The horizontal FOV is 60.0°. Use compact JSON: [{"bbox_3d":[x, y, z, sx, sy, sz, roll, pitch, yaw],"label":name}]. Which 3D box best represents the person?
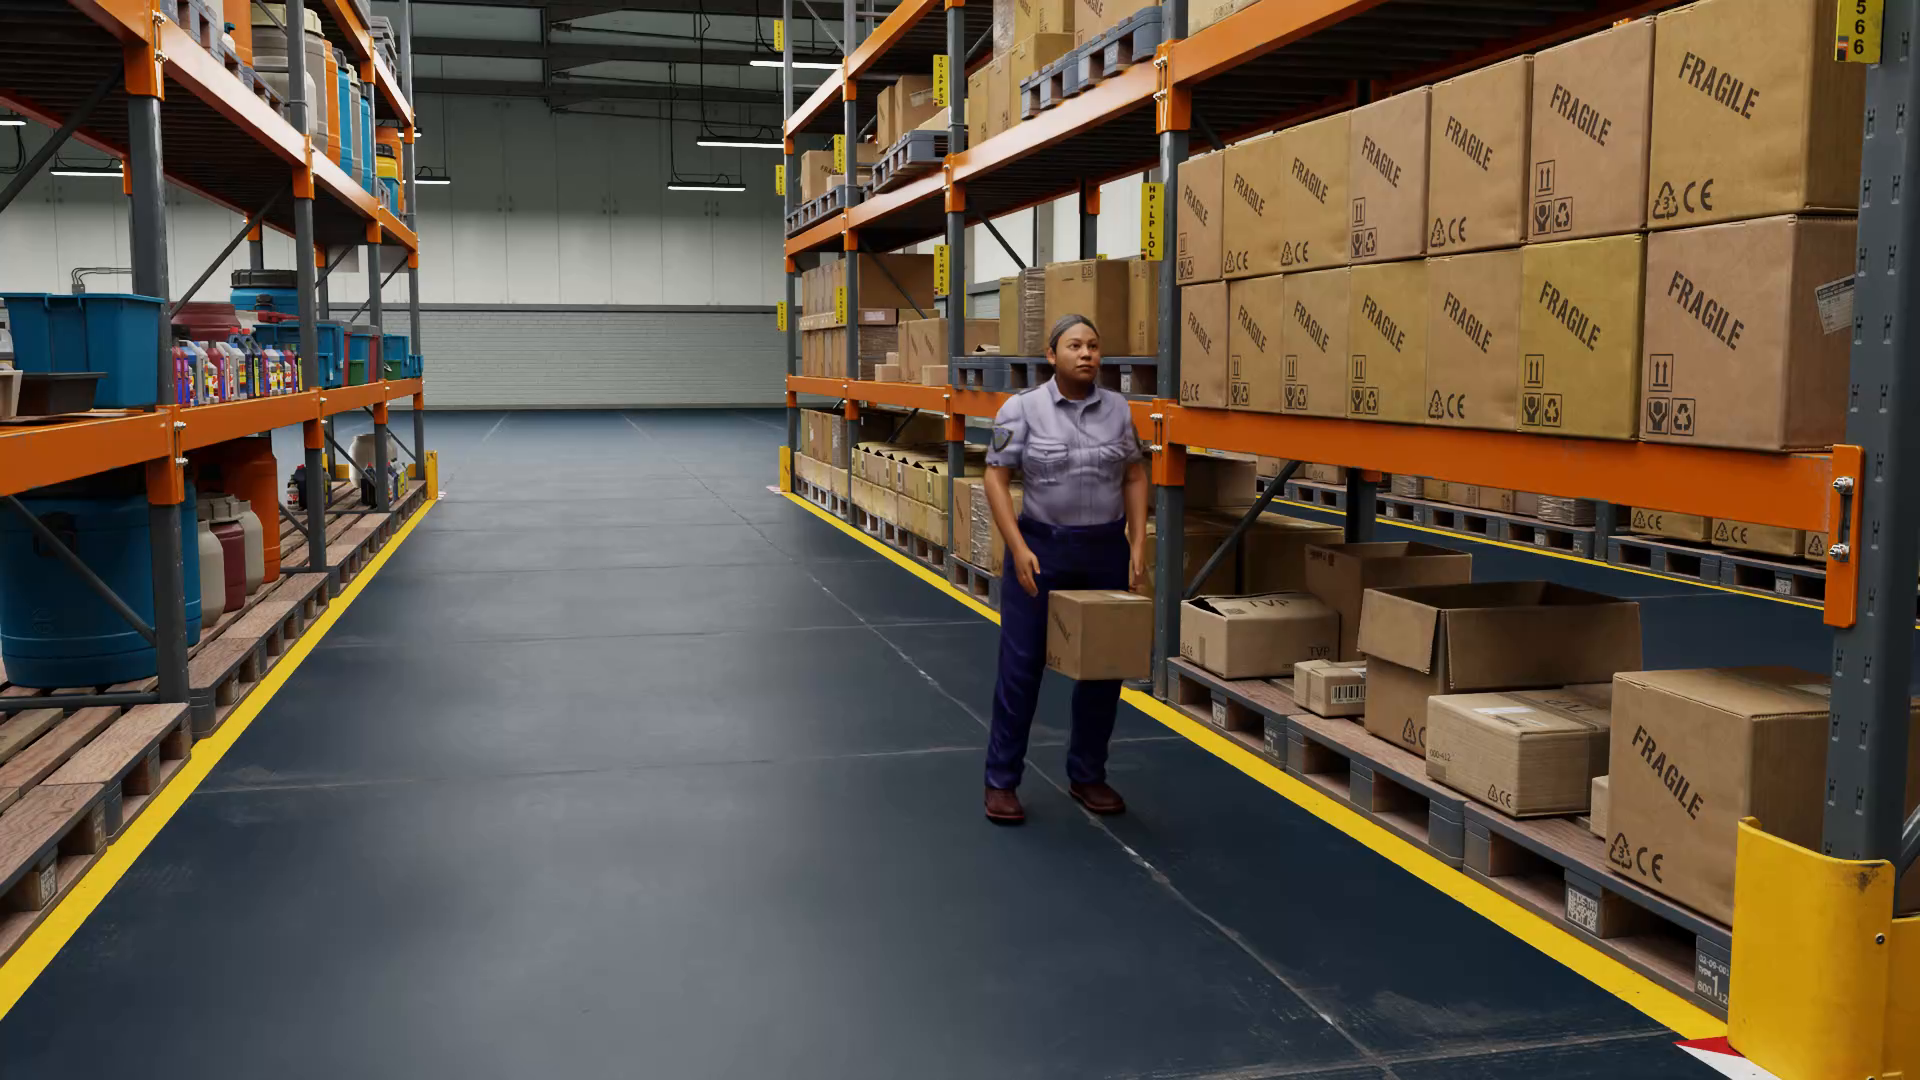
[{"bbox_3d":[0.357,0.084,5.464,0.574,1.644,0.384,-1,6,-13],"label":"person"}]
